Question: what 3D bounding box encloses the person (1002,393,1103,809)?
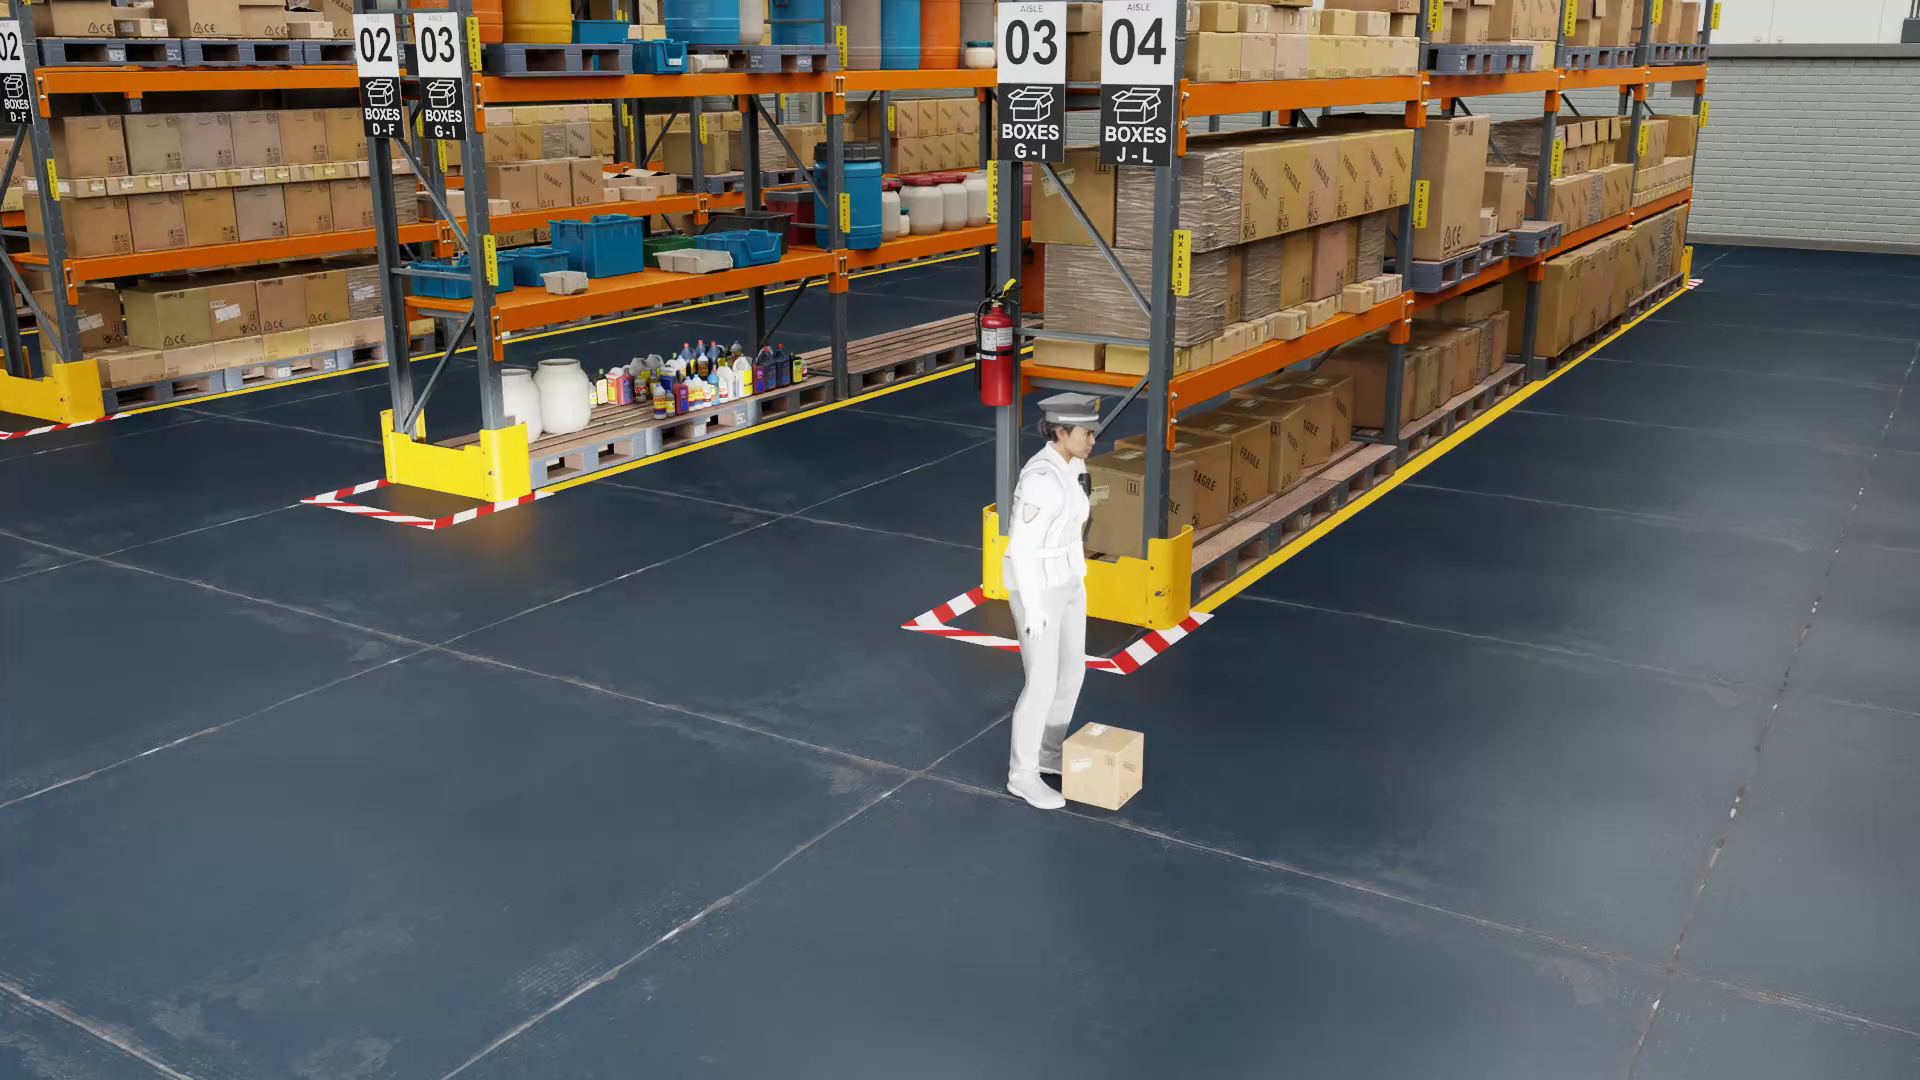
[{"bbox_3d":[0.379,0.219,6.782,0.374,1.662,0.534,9,18,27],"label":"person"}]
